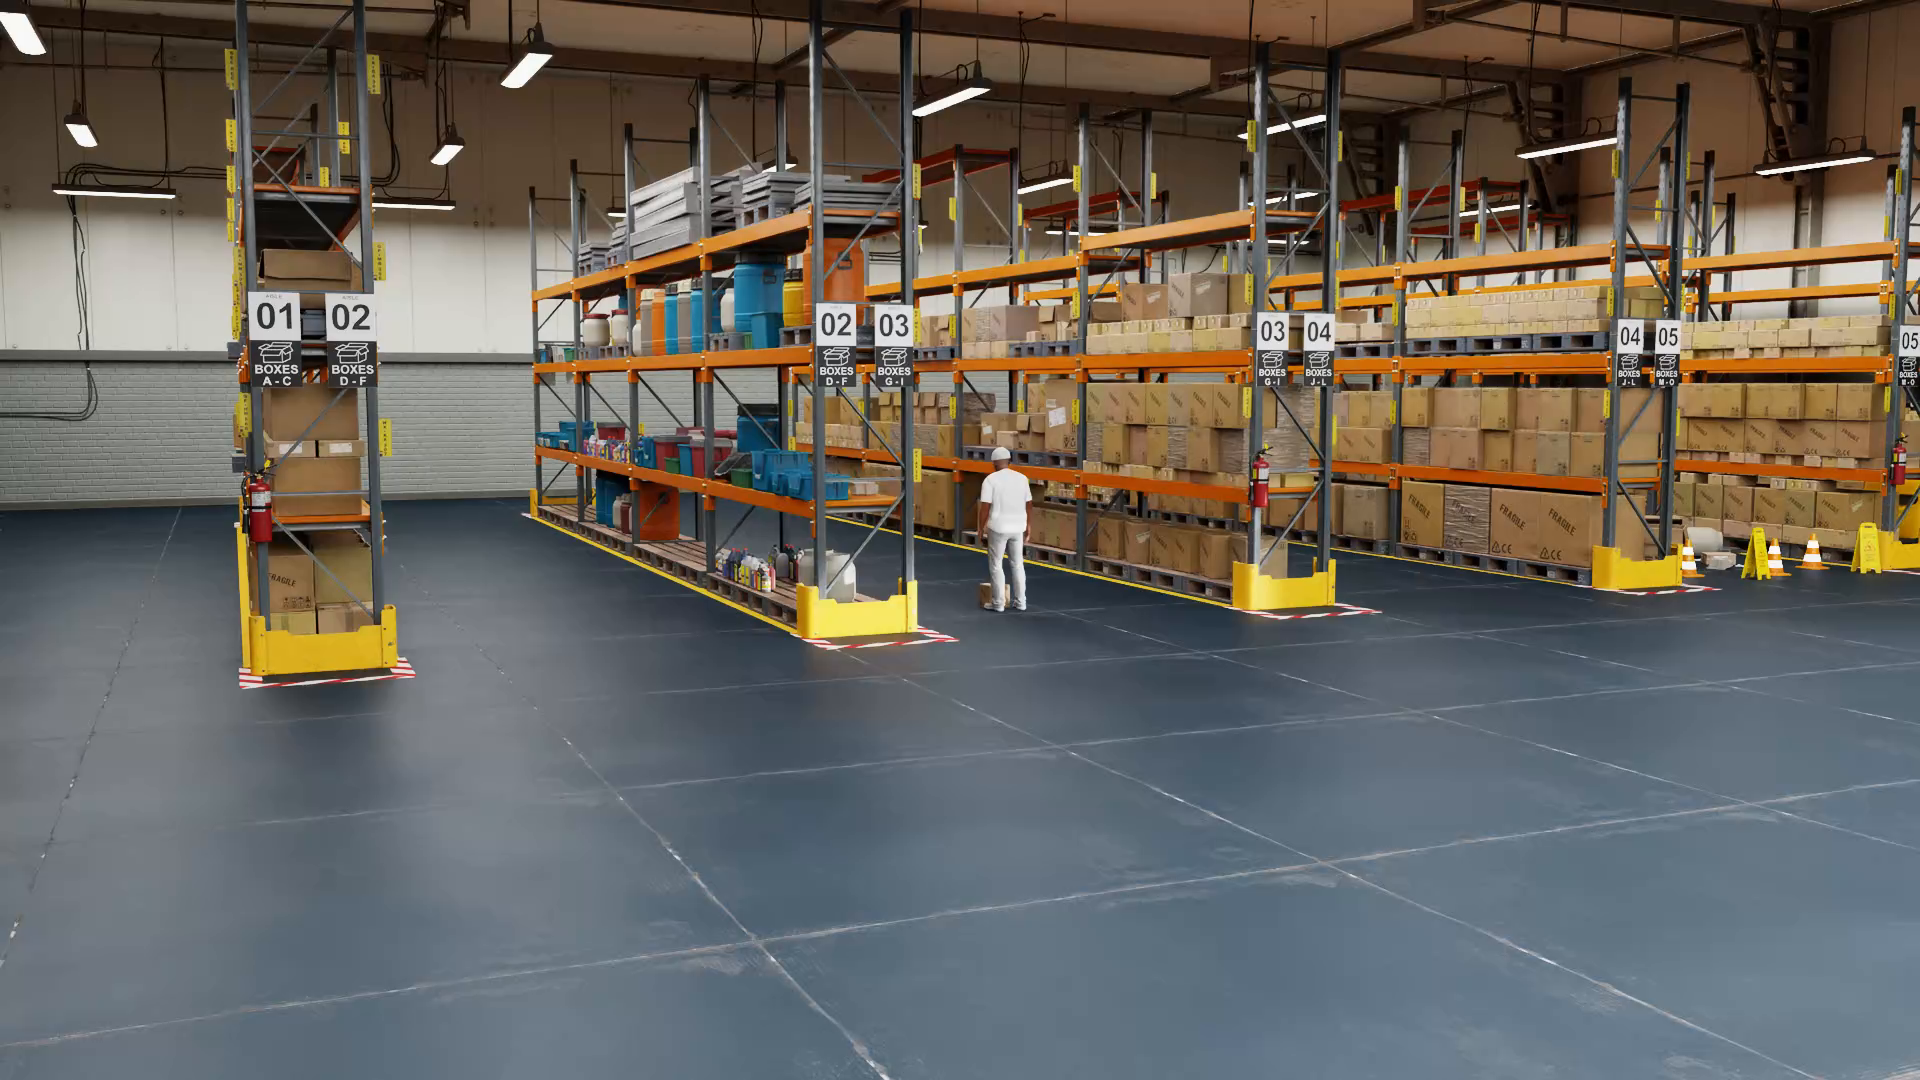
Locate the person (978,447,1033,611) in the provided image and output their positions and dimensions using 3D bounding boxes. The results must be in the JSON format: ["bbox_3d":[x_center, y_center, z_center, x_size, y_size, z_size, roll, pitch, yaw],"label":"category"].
[{"bbox_3d":[0.486,-0.122,17.971,0.628,1.761,0.457,-2,6,-23],"label":"person"}]
